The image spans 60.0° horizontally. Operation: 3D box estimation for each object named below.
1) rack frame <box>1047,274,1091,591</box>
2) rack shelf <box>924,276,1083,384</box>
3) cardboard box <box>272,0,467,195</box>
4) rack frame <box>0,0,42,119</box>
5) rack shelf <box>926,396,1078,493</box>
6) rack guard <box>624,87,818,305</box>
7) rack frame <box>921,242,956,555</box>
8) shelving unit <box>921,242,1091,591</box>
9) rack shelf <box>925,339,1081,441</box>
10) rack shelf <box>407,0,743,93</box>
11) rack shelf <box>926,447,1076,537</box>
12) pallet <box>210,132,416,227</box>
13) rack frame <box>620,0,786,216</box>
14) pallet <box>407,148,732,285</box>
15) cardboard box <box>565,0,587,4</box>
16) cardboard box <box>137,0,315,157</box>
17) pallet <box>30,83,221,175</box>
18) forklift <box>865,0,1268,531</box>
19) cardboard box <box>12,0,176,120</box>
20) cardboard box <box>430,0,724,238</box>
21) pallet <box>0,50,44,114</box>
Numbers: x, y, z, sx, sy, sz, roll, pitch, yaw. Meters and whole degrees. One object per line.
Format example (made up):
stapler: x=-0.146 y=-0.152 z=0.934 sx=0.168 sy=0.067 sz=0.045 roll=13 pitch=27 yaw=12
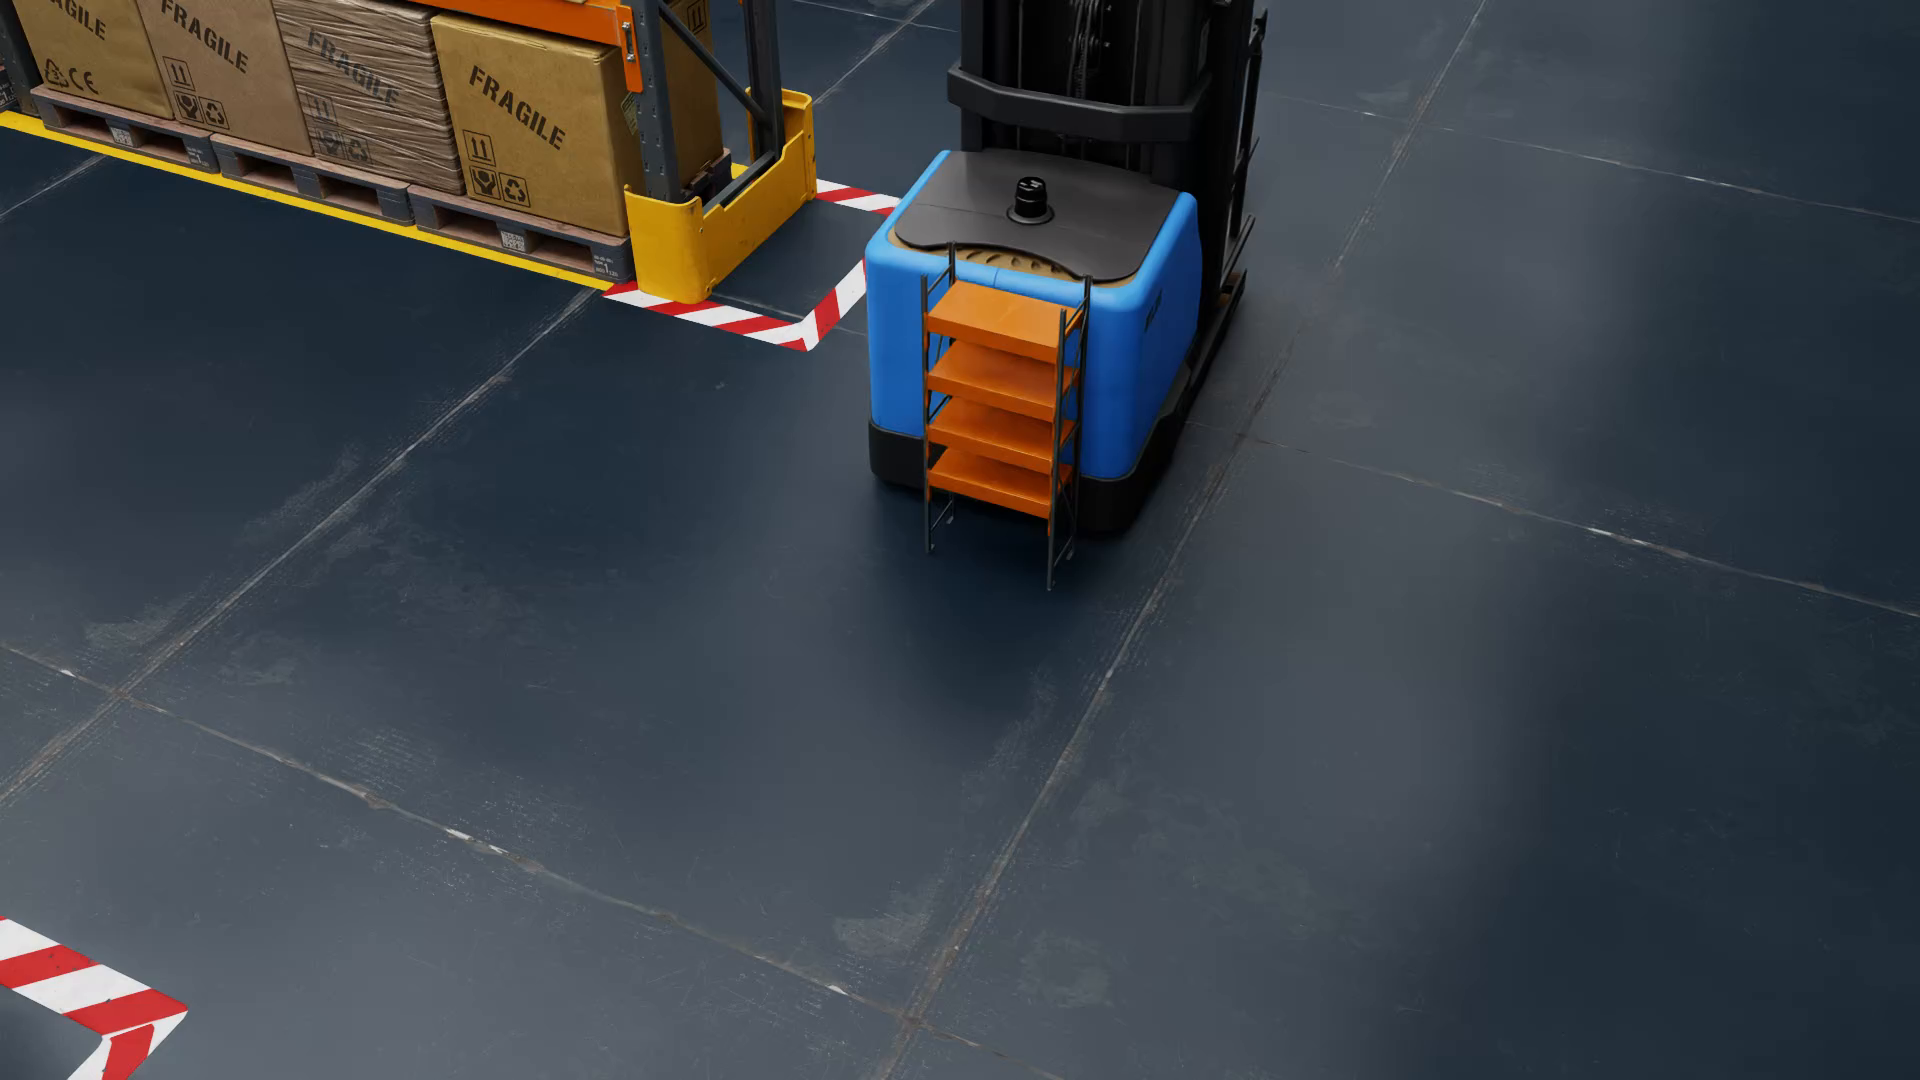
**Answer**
rack frame: x=0.372 y=-0.341 z=5.727 sx=0.015 sy=1.200 sz=0.240 roll=17 pitch=44 yaw=18
rack shelf: x=0.150 y=-0.704 z=5.546 sx=0.480 sy=0.148 sz=0.258 roll=17 pitch=44 yaw=18
cardboard box: x=-2.547 y=-2.315 z=7.933 sx=0.875 sy=0.875 sz=0.875 roll=17 pitch=44 yaw=19
rack frame: x=-4.733 y=-3.686 z=8.212 sx=0.127 sy=3.000 sz=1.000 roll=17 pitch=44 yaw=19
rack shelf: x=0.150 y=-0.356 z=5.847 sx=0.480 sy=0.148 sz=0.258 roll=17 pitch=44 yaw=18
rack guard: x=-1.087 y=-1.627 z=7.745 sx=0.348 sy=0.500 sz=1.175 roll=17 pitch=44 yaw=19
rack frame: x=-0.073 y=-0.473 z=5.879 sx=0.015 sy=1.200 sz=0.240 roll=17 pitch=44 yaw=18
shelving unit: x=0.150 y=-0.407 z=5.803 sx=0.503 sy=1.200 sz=0.258 roll=17 pitch=44 yaw=18
rack shelf: x=0.150 y=-0.525 z=5.701 sx=0.480 sy=0.148 sz=0.258 roll=17 pitch=44 yaw=18
rack shelf: x=-2.921 y=-2.860 z=7.809 sx=4.000 sy=0.370 sz=1.077 roll=17 pitch=44 yaw=19
rack shelf: x=0.150 y=-0.206 z=5.977 sx=0.480 sy=0.148 sz=0.258 roll=17 pitch=44 yaw=18
pallet: x=-2.968 y=-2.038 z=8.440 sx=1.213 sy=0.211 sz=1.003 roll=17 pitch=44 yaw=19
rack frame: x=-1.108 y=-2.578 z=6.934 sx=0.127 sy=3.000 sz=1.000 roll=17 pitch=44 yaw=19
pallet: x=-1.866 y=-1.699 z=8.049 sx=1.213 sy=0.211 sz=1.003 roll=17 pitch=44 yaw=19
cardboard box: x=-1.570 y=-2.386 z=6.905 sx=0.250 sy=0.149 sz=0.380 roll=18 pitch=44 yaw=19
cardboard box: x=-3.353 y=-2.562 z=8.217 sx=0.875 sy=0.875 sz=0.875 roll=17 pitch=44 yaw=19
pallet: x=-4.077 y=-2.375 z=8.829 sx=1.213 sy=0.211 sz=1.003 roll=17 pitch=44 yaw=19
forklift: x=0.639 y=-2.114 z=6.451 sx=1.130 sy=2.935 sz=3.031 roll=14 pitch=43 yaw=15
cardboard box: x=-4.169 y=-2.811 z=8.505 sx=0.875 sy=0.875 sz=0.875 roll=17 pitch=44 yaw=19
cardboard box: x=-1.722 y=-2.063 z=7.642 sx=0.875 sy=0.875 sz=0.875 roll=17 pitch=44 yaw=19
pallet: x=-5.464 y=-2.801 z=9.320 sx=1.213 sy=0.211 sz=1.003 roll=17 pitch=44 yaw=19
